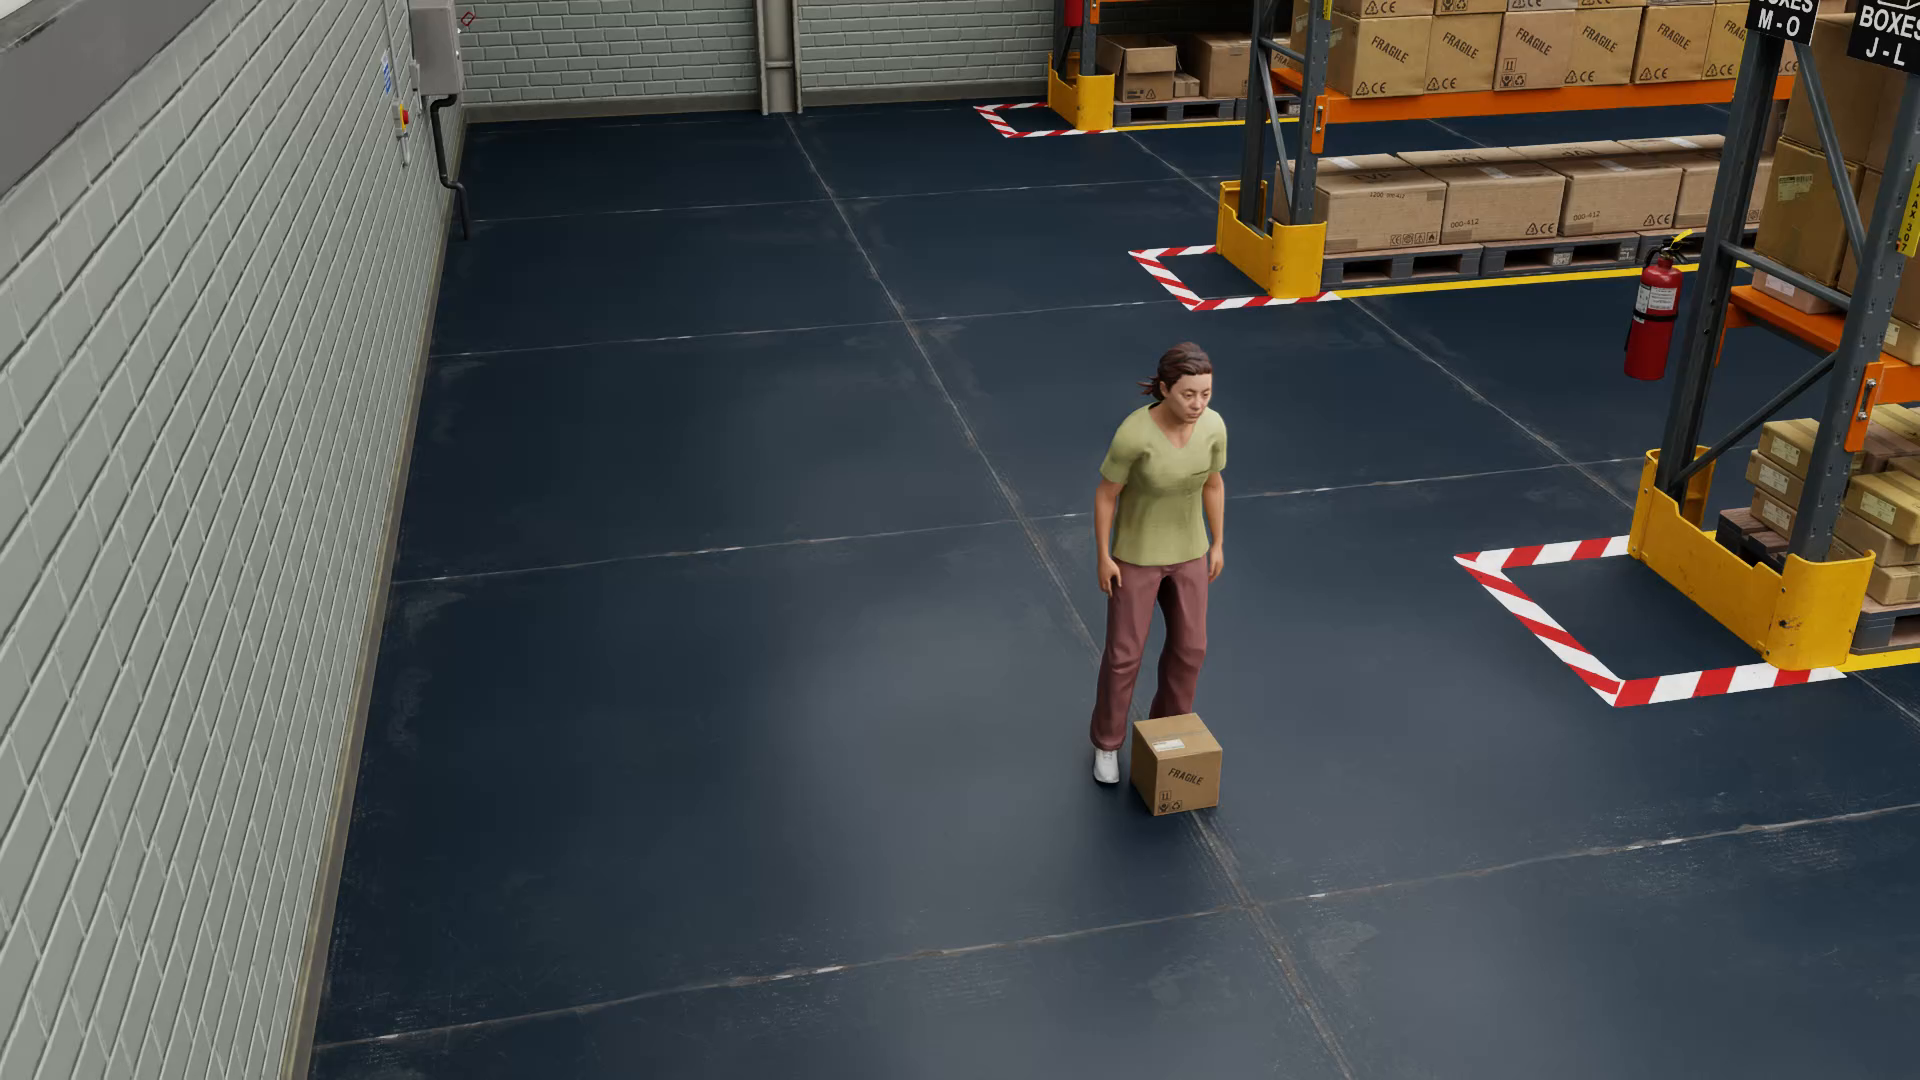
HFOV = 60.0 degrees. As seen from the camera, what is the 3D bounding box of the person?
[{"bbox_3d":[0.722,0.075,5.971,0.515,1.671,0.361,-8,28,-15],"label":"person"}]
